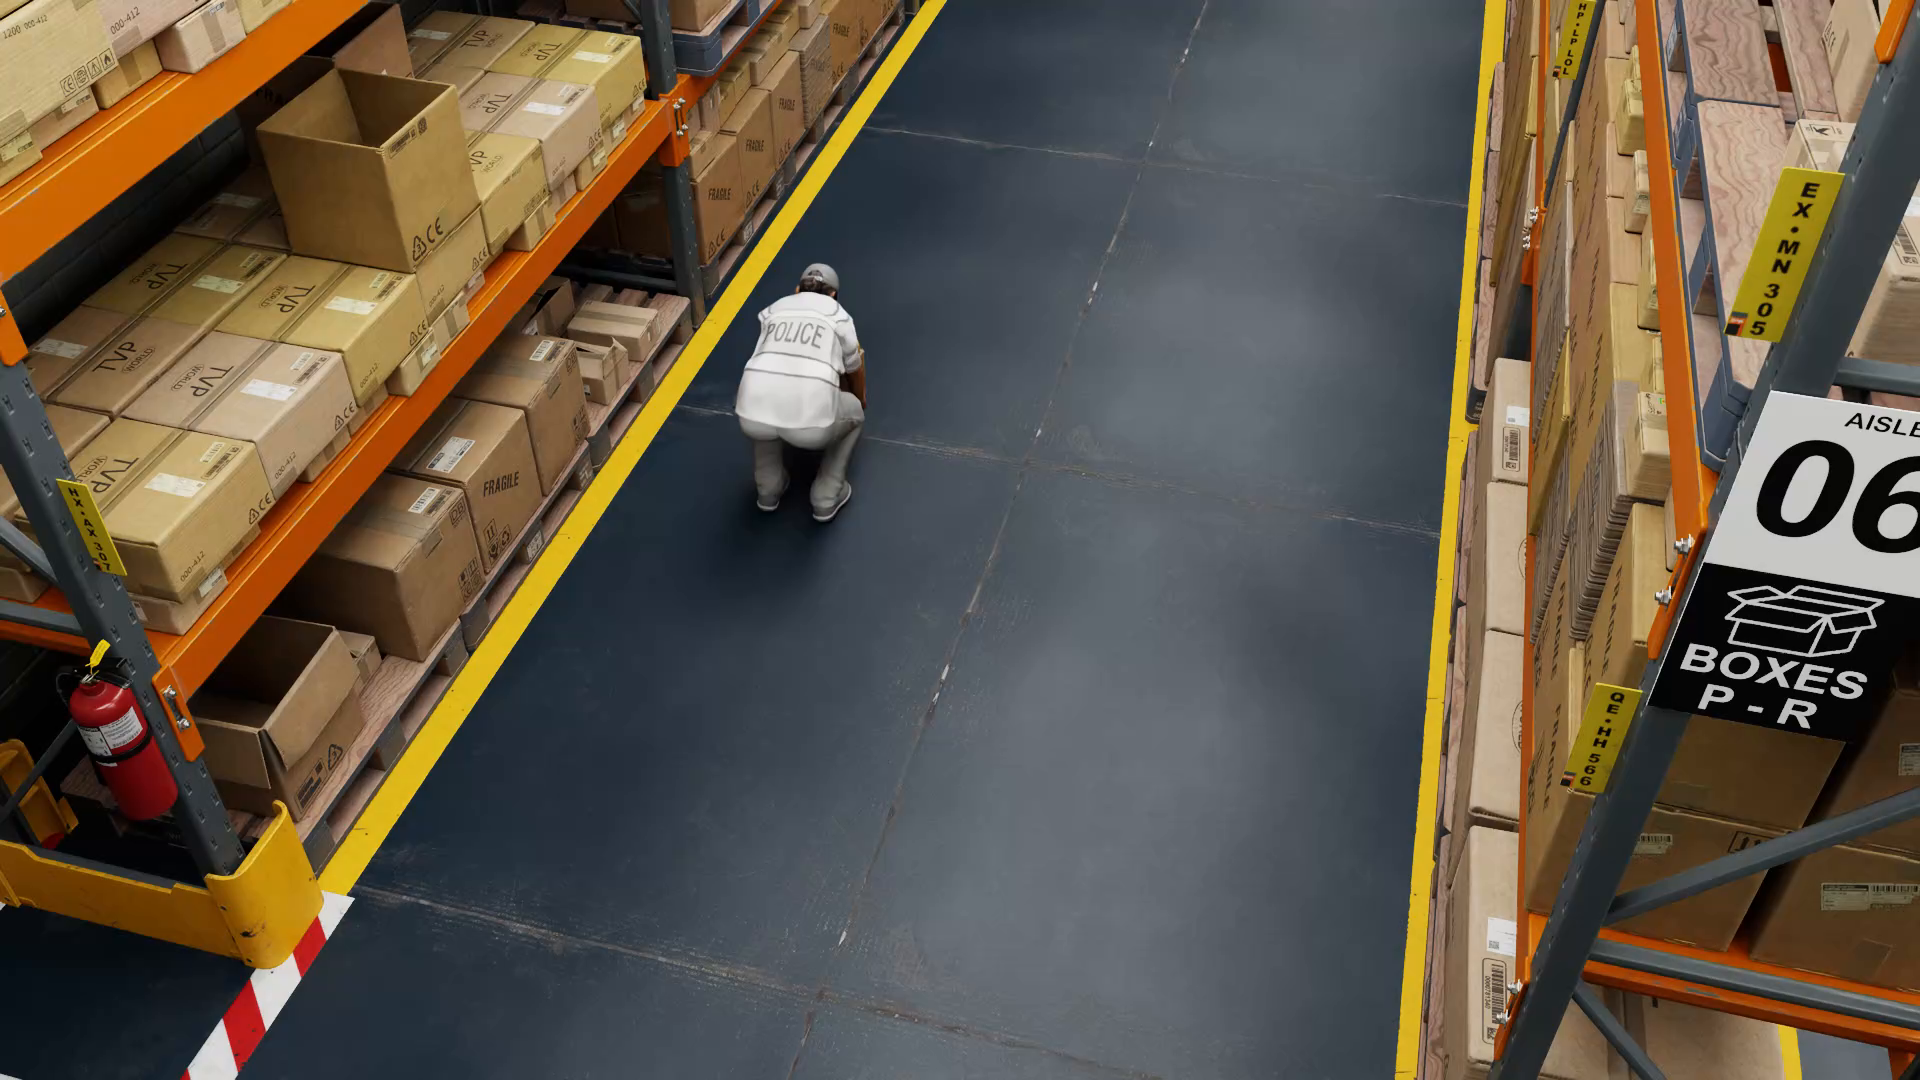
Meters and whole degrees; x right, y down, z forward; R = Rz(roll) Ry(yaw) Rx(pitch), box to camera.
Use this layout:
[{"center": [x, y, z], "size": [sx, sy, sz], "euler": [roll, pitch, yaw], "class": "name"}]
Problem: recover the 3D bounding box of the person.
[{"center": [-0.692, -0.629, 7.426], "size": [0.521, 0.943, 0.921], "euler": [9, 42, 10], "class": "person"}]
